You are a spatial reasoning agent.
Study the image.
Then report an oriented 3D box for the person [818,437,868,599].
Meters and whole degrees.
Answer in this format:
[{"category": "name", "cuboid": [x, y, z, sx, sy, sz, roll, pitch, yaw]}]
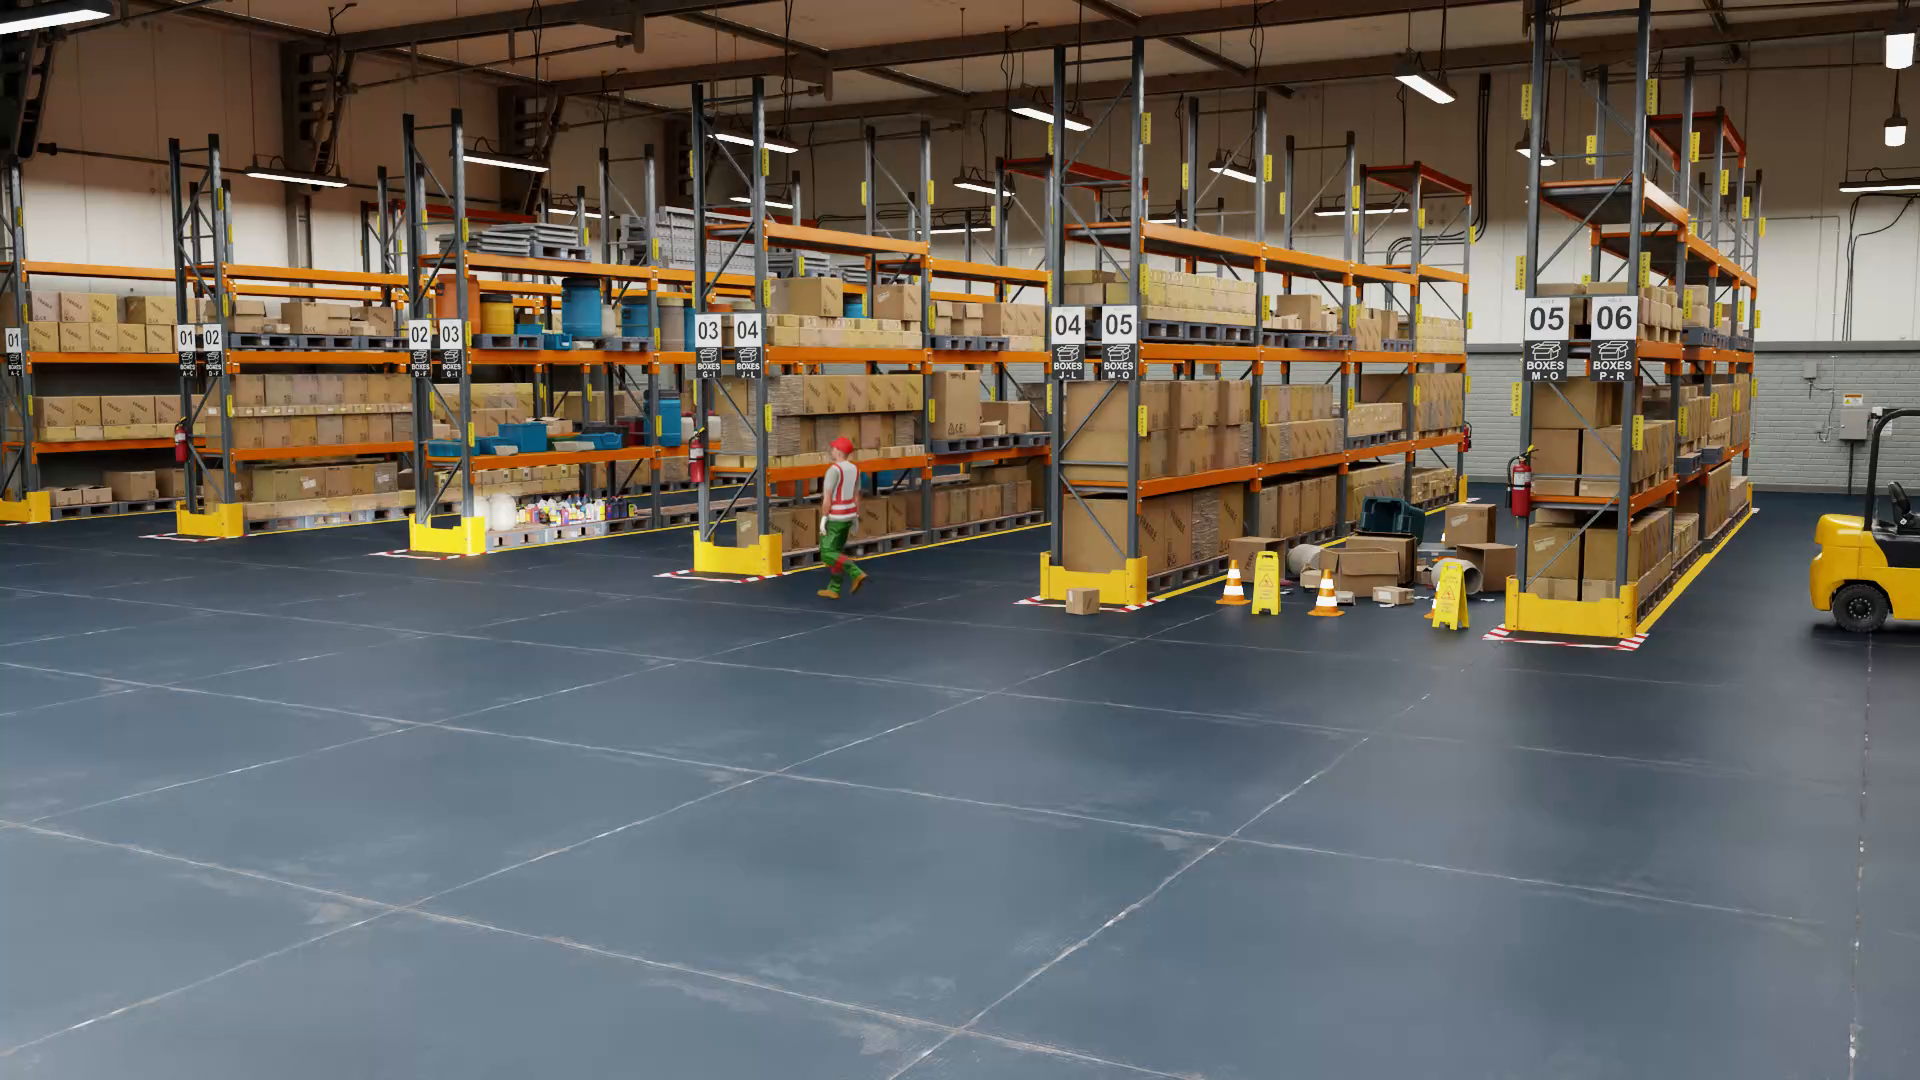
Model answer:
[{"category": "person", "cuboid": [-1.286, -0.230, 18.075, 0.759, 1.773, 0.549, 4, 7, 32]}]
